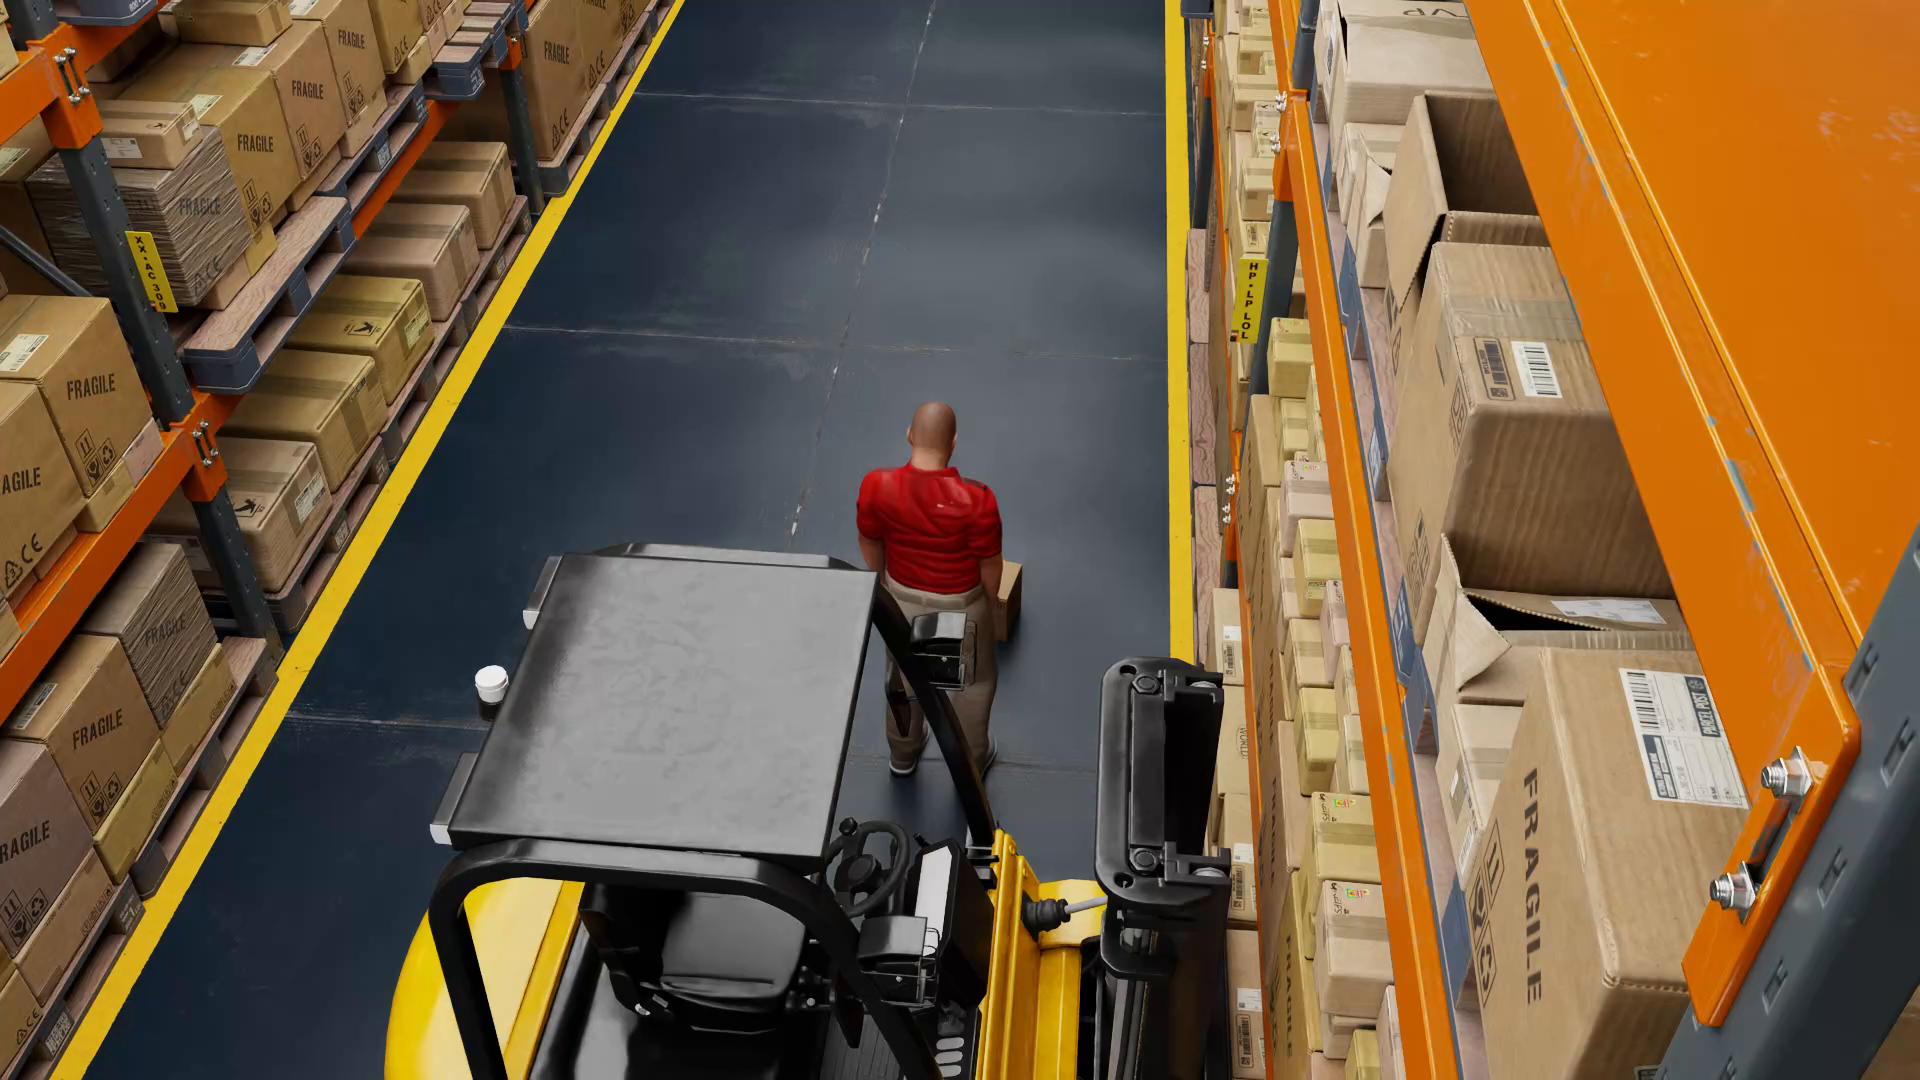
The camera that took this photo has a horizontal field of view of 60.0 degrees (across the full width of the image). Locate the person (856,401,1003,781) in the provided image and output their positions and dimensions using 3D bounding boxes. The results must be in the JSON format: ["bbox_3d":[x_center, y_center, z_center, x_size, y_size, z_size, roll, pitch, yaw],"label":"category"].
[{"bbox_3d":[-0.101,0.223,6.227,0.547,1.700,0.343,11,41,13],"label":"person"}]
